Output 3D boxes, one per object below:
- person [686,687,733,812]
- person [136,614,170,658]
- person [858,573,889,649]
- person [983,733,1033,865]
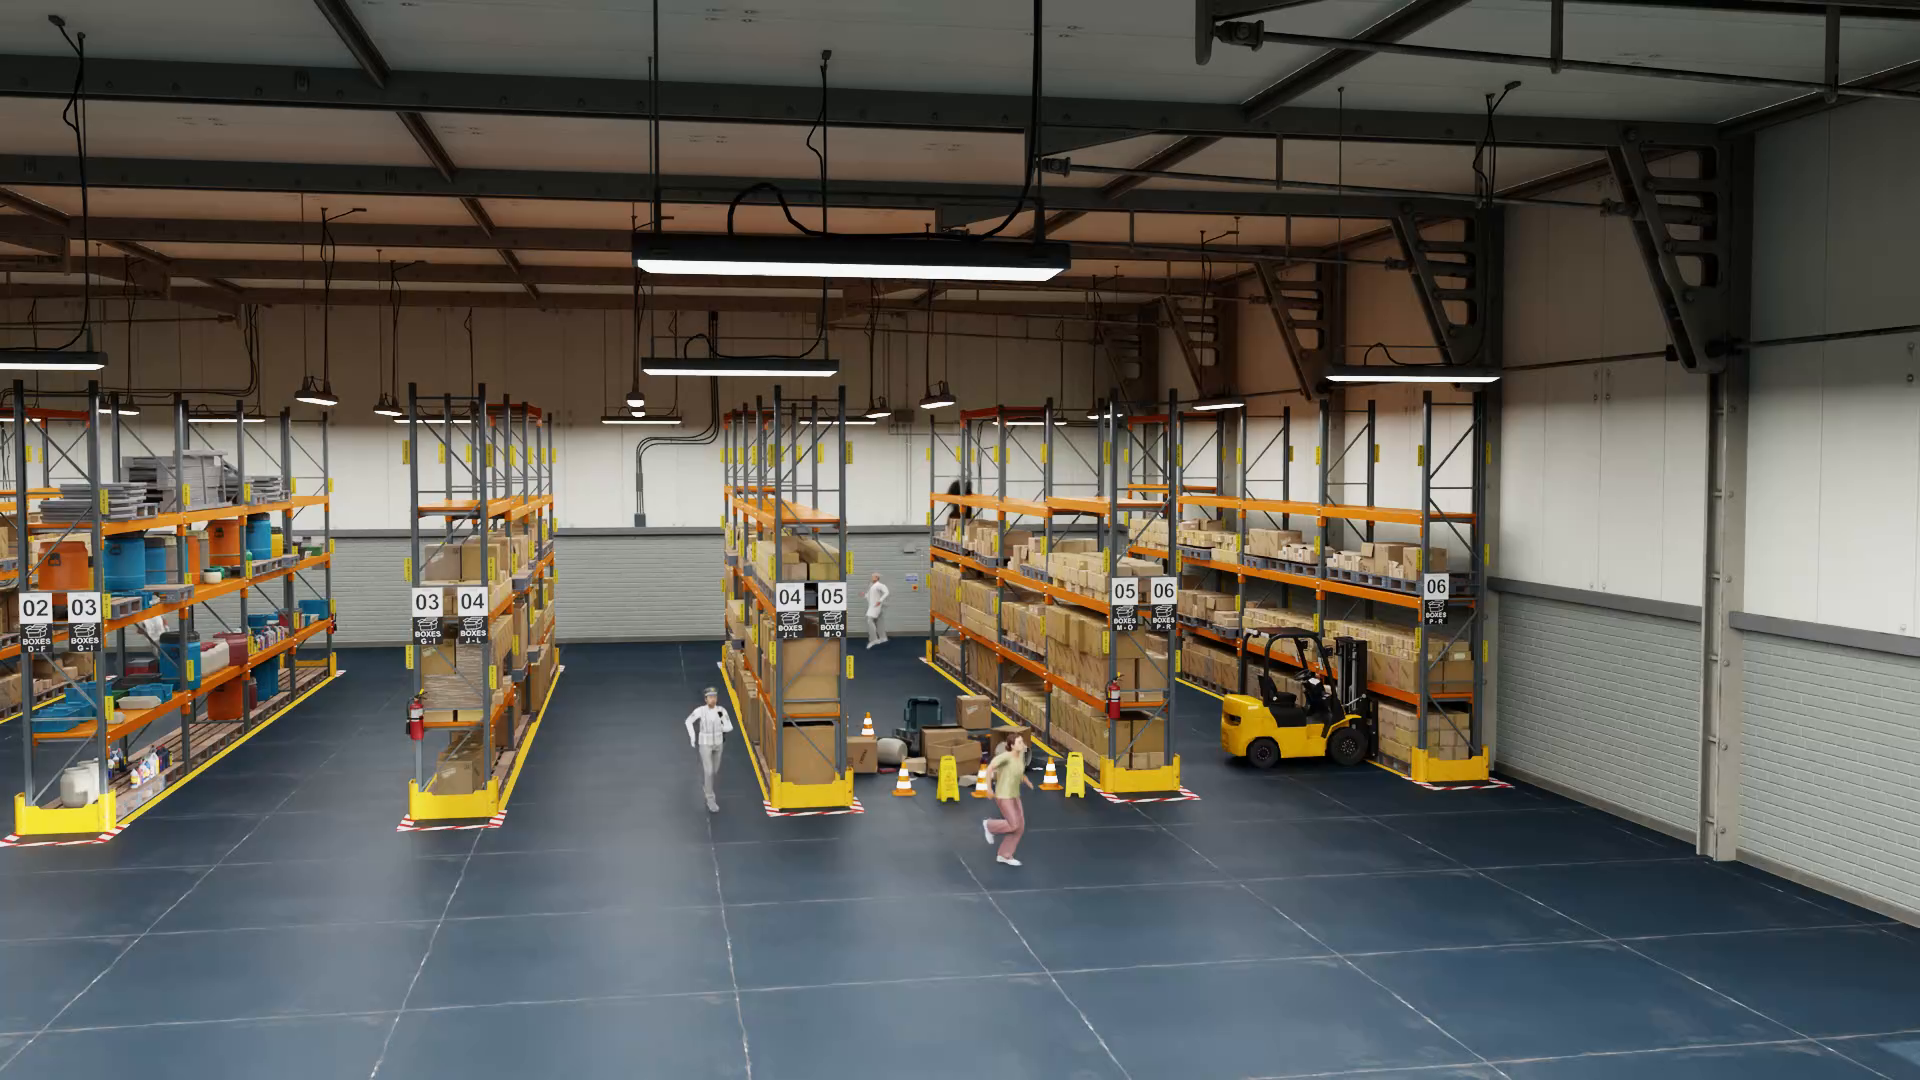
[{"bbox_3d":[-3.537,2.934,23.632,0.598,1.712,0.853,-2,3,-28],"label":"person"},{"bbox_3d":[-18.134,2.258,37.397,0.720,1.741,0.843,-3,4,-41],"label":"person"},{"bbox_3d":[-2.152,1.761,41.573,0.765,1.884,0.685,-1,3,-18],"label":"person"},{"bbox_3d":[0.585,3.175,20.449,0.646,1.620,0.618,2,4,37],"label":"person"}]
